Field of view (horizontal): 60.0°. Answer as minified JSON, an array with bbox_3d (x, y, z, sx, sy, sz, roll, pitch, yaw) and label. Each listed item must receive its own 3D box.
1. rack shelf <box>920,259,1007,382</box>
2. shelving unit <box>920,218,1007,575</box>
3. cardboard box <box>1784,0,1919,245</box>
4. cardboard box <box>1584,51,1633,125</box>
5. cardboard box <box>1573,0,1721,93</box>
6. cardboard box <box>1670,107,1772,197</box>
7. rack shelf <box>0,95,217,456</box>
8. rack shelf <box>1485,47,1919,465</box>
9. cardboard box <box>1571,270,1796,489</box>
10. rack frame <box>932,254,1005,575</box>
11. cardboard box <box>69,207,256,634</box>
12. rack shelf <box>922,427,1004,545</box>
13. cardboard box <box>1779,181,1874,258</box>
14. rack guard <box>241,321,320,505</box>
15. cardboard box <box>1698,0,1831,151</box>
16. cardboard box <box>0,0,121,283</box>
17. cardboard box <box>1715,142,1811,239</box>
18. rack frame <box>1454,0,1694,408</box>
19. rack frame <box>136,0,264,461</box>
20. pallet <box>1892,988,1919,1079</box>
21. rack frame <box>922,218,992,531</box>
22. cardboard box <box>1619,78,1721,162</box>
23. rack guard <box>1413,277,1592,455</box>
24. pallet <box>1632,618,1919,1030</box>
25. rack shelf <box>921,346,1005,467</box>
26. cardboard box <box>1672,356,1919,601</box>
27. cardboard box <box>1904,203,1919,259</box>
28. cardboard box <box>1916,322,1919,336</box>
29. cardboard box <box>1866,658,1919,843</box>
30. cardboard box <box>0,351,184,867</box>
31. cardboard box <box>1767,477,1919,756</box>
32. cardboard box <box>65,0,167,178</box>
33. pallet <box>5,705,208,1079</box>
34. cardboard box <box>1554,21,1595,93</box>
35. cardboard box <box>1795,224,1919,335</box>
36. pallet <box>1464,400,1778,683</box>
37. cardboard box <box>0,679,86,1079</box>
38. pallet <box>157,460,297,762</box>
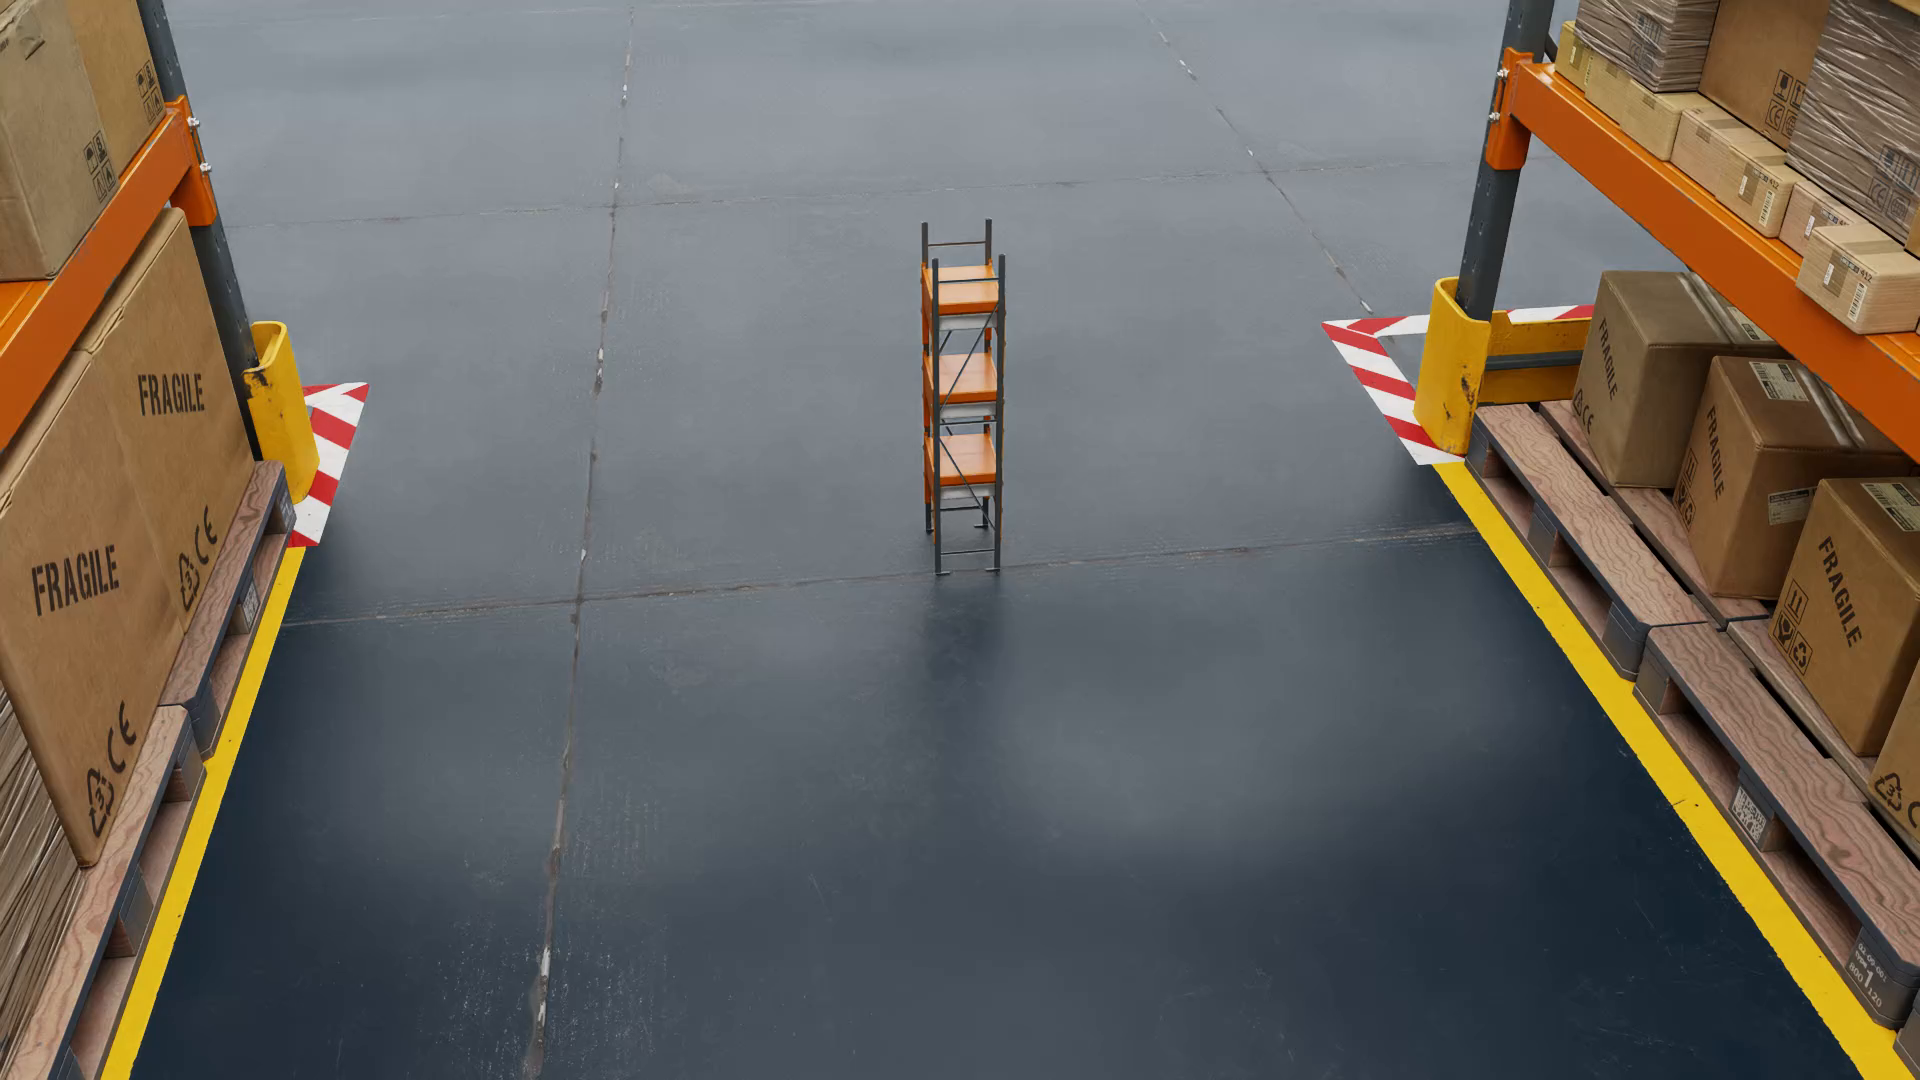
[{"bbox_3d":[0.007,-0.630,4.757,0.215,0.259,0.240,-4,35,-6],"label":"rack shelf"},{"bbox_3d":[0.007,-0.404,4.911,0.215,1.050,0.252,-4,35,-6],"label":"shelving unit"},{"bbox_3d":[2.451,-1.011,3.717,0.875,0.500,0.500,-4,35,-6],"label":"cardboard box"},{"bbox_3d":[2.011,-1.286,4.697,0.380,0.149,0.250,-4,35,-6],"label":"cardboard box"},{"bbox_3d":[2.241,-1.563,4.528,0.875,0.500,0.500,-4,35,-6],"label":"cardboard box"},{"bbox_3d":[2.084,-1.008,4.288,0.380,0.149,0.250,-4,35,-6],"label":"cardboard box"},{"bbox_3d":[-2.466,0.024,3.189,1.077,0.370,4.000,-4,35,-6],"label":"rack shelf"},{"bbox_3d":[2.463,-0.295,3.658,1.077,0.370,4.000,-4,35,-6],"label":"rack shelf"},{"bbox_3d":[2.261,-0.499,5.165,0.500,0.500,0.500,2,34,2],"label":"cardboard box"},{"bbox_3d":[0.024,-0.336,4.811,0.200,1.050,0.008,-4,35,-6],"label":"rack frame"},{"bbox_3d":[-2.578,-0.311,4.557,0.875,0.875,0.875,-4,34,-6],"label":"cardboard box"},{"bbox_3d":[0.007,-0.166,5.073,0.215,0.259,0.240,-4,35,-6],"label":"rack shelf"},{"bbox_3d":[2.171,-0.730,3.881,0.380,0.149,0.250,-4,35,-6],"label":"cardboard box"},{"bbox_3d":[-2.738,-0.369,5.348,1.175,0.500,0.348,-4,35,-6],"label":"rack guard"},{"bbox_3d":[2.427,-1.293,4.132,0.875,0.500,0.500,-4,35,-6],"label":"cardboard box"},{"bbox_3d":[-2.544,-0.942,3.835,0.875,0.550,0.550,-4,35,-6],"label":"cardboard box"},{"bbox_3d":[2.110,-0.868,4.083,0.380,0.149,0.250,-4,35,-6],"label":"cardboard box"},{"bbox_3d":[2.194,-1.708,5.093,1.000,3.000,0.127,-4,35,-6],"label":"rack frame"},{"bbox_3d":[-2.735,-1.389,4.624,1.000,3.000,0.127,-4,35,-6],"label":"rack frame"},{"bbox_3d":[2.607,1.304,3.149,1.003,0.211,1.213,-4,35,-6],"label":"pallet"},{"bbox_3d":[-0.009,-0.472,5.010,0.200,1.050,0.008,-4,35,-6],"label":"rack frame"},{"bbox_3d":[2.029,-1.146,4.491,0.380,0.149,0.250,-4,35,-6],"label":"cardboard box"},{"bbox_3d":[2.204,-0.633,5.735,1.175,0.500,0.348,-4,35,-6],"label":"rack guard"},{"bbox_3d":[2.439,0.622,4.150,1.003,0.211,1.213,-4,35,-6],"label":"pallet"},{"bbox_3d":[0.007,-0.395,4.916,0.215,0.259,0.240,-4,35,-6],"label":"rack shelf"},{"bbox_3d":[2.376,-0.168,4.680,0.500,0.500,0.500,4,35,6],"label":"cardboard box"},{"bbox_3d":[2.507,-0.731,3.307,0.875,0.500,0.500,-4,35,-6],"label":"cardboard box"},{"bbox_3d":[2.267,-0.453,3.475,0.380,0.149,0.250,-4,35,-6],"label":"cardboard box"},{"bbox_3d":[2.472,0.498,3.703,0.500,0.500,0.500,-7,35,-11],"label":"cardboard box"},{"bbox_3d":[-2.458,0.180,3.836,0.875,0.875,0.875,-5,35,-7],"label":"cardboard box"},{"bbox_3d":[2.441,0.183,4.165,0.500,0.500,0.500,-1,34,-2],"label":"cardboard box"},{"bbox_3d":[-2.640,-1.247,4.283,0.875,0.550,0.550,-4,35,-6],"label":"cardboard box"},{"bbox_3d":[-2.389,0.883,3.767,1.003,0.211,1.213,-4,35,-6],"label":"pallet"},{"bbox_3d":[1.996,-1.427,4.904,0.380,0.149,0.250,-4,35,-6],"label":"cardboard box"},{"bbox_3d":[2.102,-0.583,3.665,0.380,0.149,0.250,-4,35,-6],"label":"cardboard box"},{"bbox_3d":[2.278,-0.057,5.147,1.003,0.211,1.213,-4,35,-6],"label":"pallet"},{"bbox_3d":[-2.337,0.689,3.090,0.875,0.875,0.875,-4,34,-6],"label":"cardboard box"},{"bbox_3d":[-2.550,0.204,4.764,1.003,0.211,1.213,-4,35,-6],"label":"pallet"}]
